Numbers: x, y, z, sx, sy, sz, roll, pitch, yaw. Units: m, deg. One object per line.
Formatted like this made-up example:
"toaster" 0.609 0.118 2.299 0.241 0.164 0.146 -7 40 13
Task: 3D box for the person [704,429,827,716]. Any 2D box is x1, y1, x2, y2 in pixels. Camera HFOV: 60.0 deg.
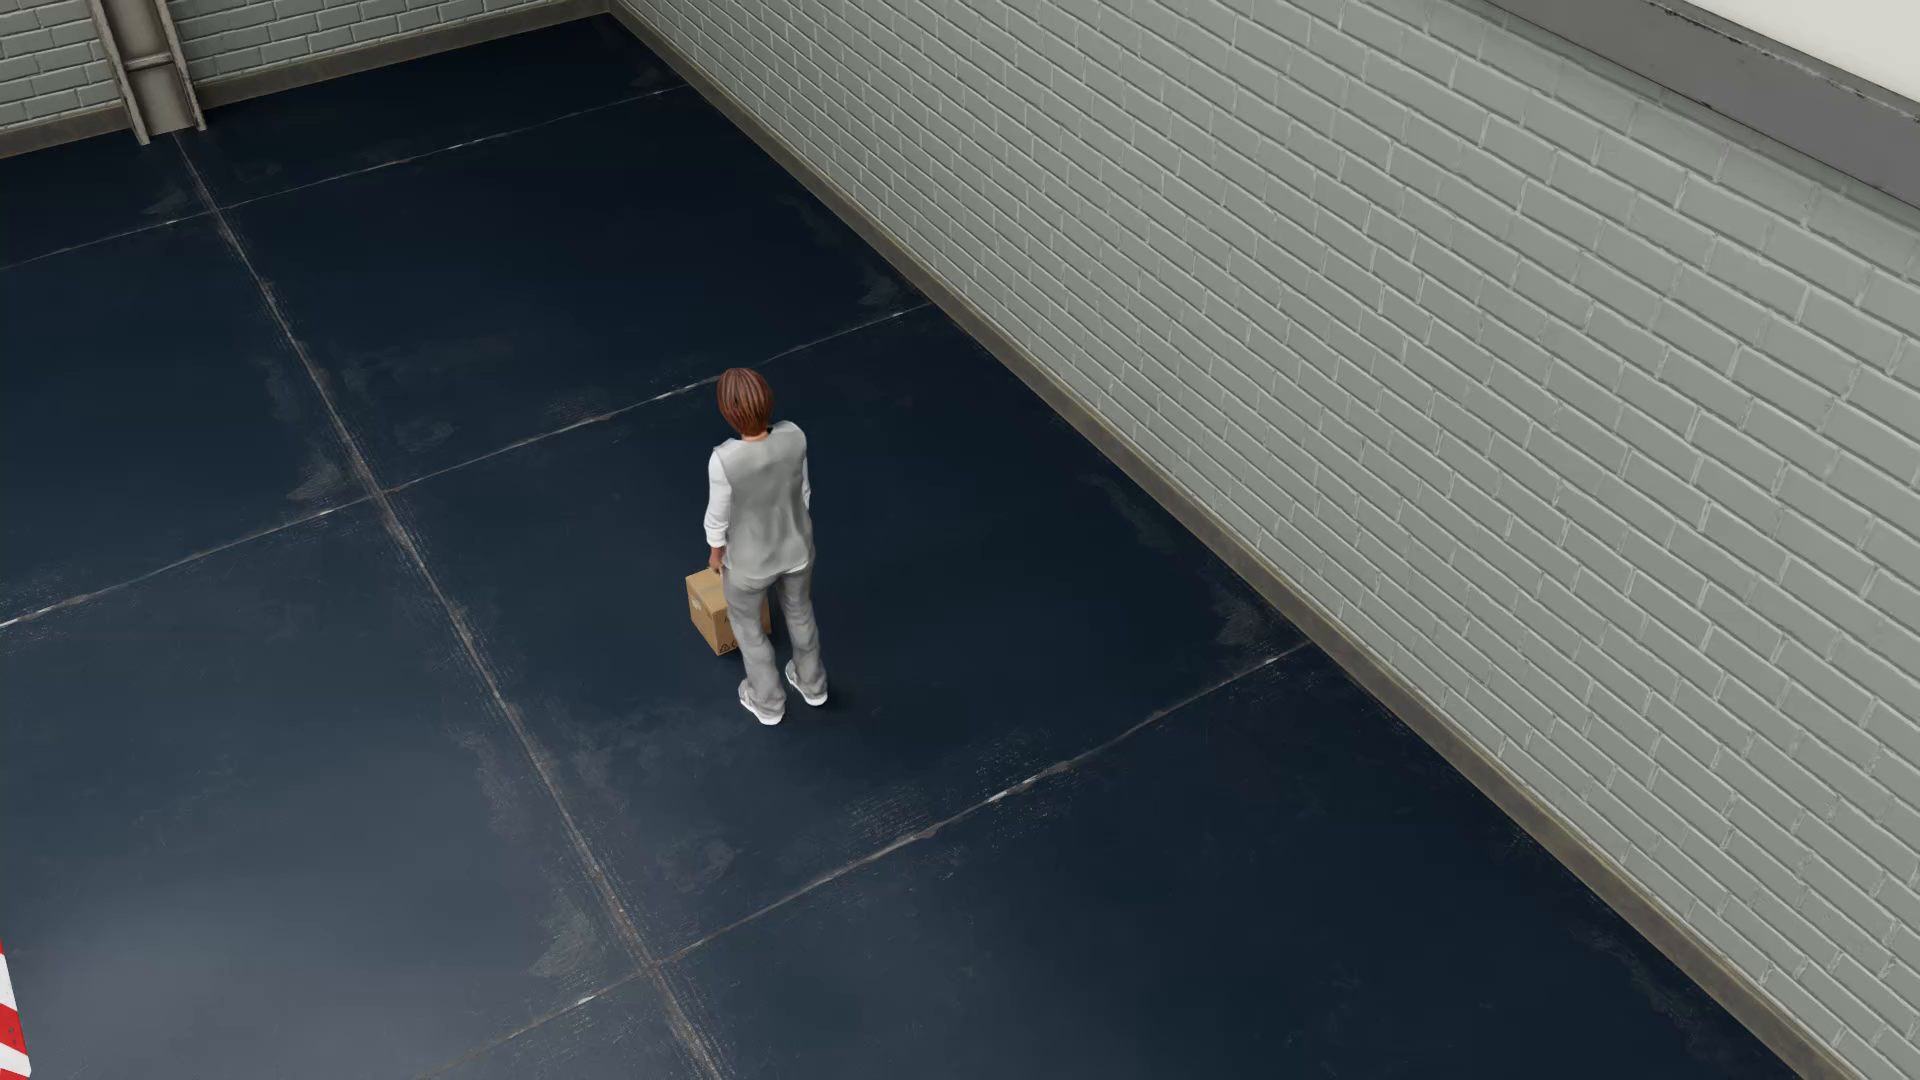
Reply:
"person" -0.721 0.118 6.167 0.410 1.280 0.277 -22 46 -23
